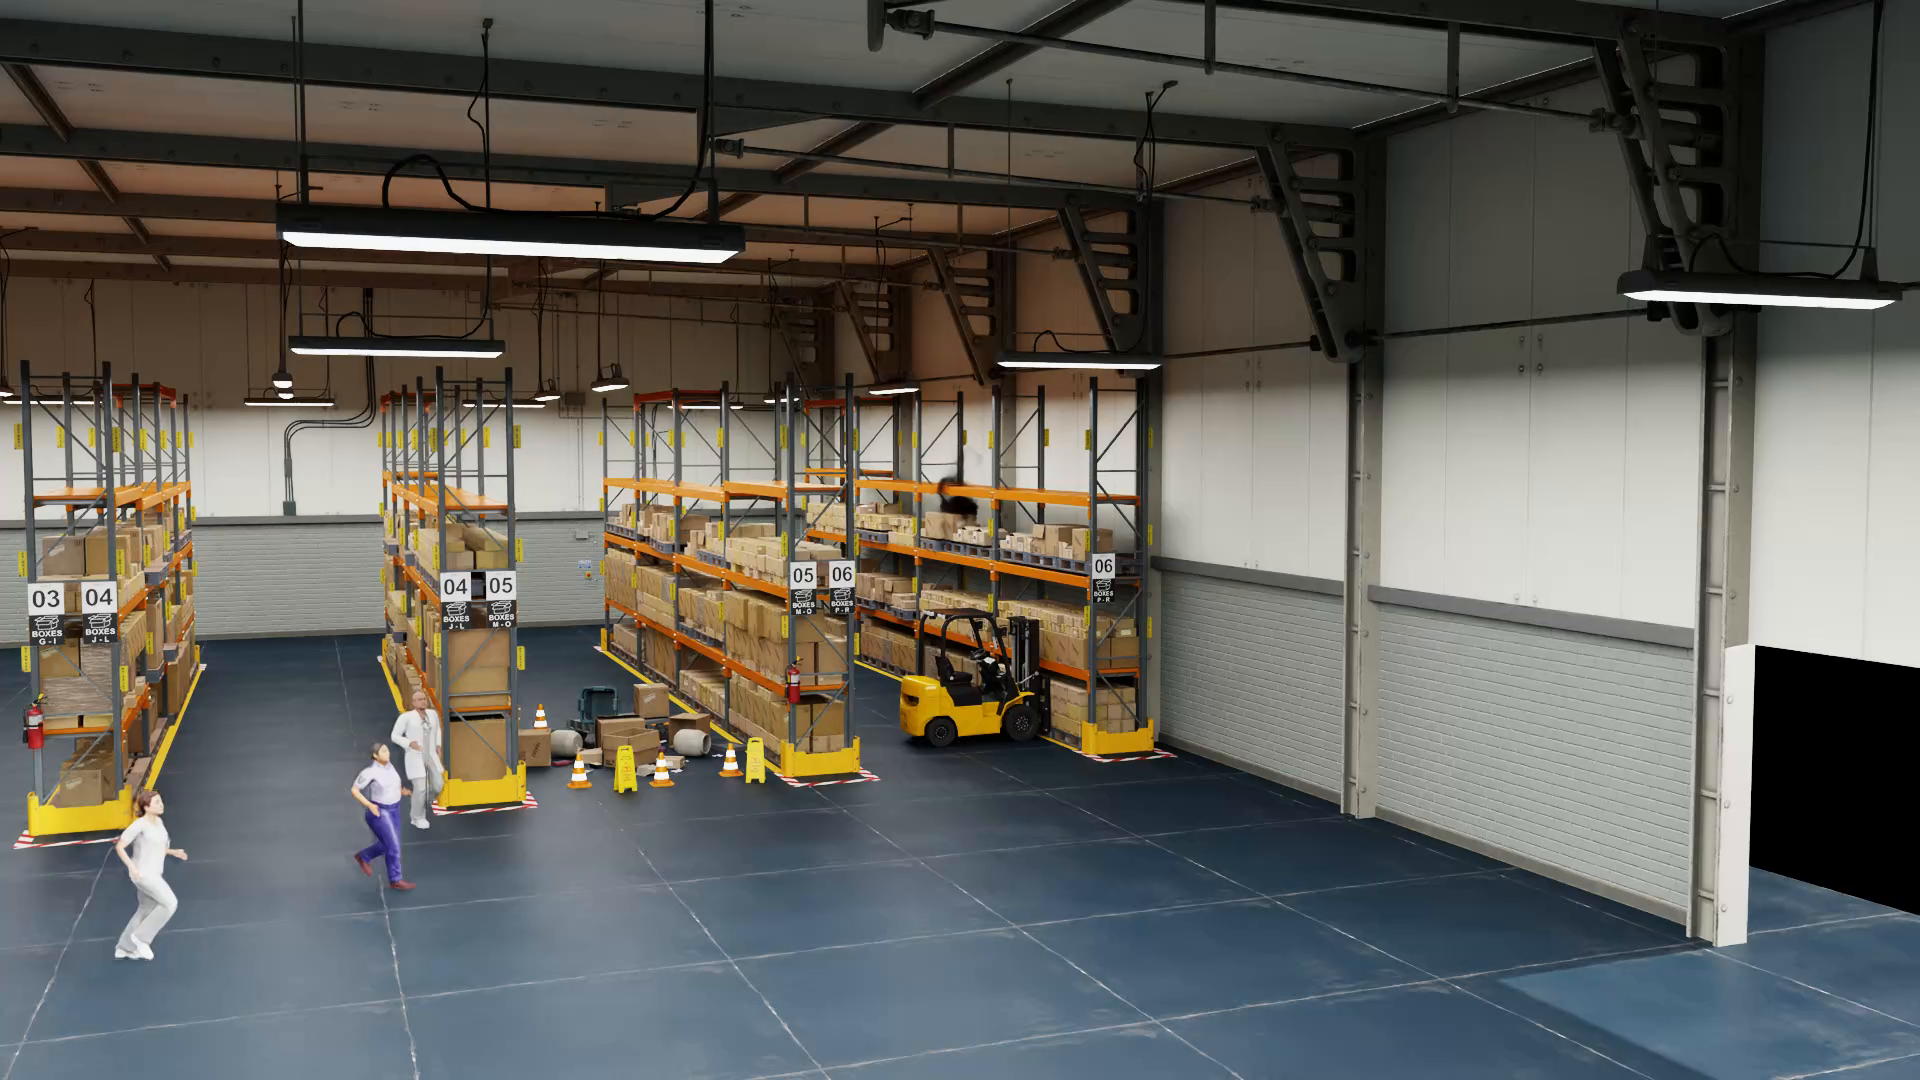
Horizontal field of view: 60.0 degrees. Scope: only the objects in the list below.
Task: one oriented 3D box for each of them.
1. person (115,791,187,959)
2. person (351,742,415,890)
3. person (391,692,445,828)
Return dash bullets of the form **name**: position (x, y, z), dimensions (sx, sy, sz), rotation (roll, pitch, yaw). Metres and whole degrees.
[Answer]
- **person**: position (-7.793, 3.214, 15.992), dimensions (0.685, 1.620, 0.490), rotation (0, 3, -2)
- **person**: position (-6.473, 3.068, 18.602), dimensions (0.862, 1.617, 0.619), rotation (1, 4, 17)
- **person**: position (-6.974, 2.847, 21.547), dimensions (0.647, 1.741, 0.742), rotation (3, 5, 45)
